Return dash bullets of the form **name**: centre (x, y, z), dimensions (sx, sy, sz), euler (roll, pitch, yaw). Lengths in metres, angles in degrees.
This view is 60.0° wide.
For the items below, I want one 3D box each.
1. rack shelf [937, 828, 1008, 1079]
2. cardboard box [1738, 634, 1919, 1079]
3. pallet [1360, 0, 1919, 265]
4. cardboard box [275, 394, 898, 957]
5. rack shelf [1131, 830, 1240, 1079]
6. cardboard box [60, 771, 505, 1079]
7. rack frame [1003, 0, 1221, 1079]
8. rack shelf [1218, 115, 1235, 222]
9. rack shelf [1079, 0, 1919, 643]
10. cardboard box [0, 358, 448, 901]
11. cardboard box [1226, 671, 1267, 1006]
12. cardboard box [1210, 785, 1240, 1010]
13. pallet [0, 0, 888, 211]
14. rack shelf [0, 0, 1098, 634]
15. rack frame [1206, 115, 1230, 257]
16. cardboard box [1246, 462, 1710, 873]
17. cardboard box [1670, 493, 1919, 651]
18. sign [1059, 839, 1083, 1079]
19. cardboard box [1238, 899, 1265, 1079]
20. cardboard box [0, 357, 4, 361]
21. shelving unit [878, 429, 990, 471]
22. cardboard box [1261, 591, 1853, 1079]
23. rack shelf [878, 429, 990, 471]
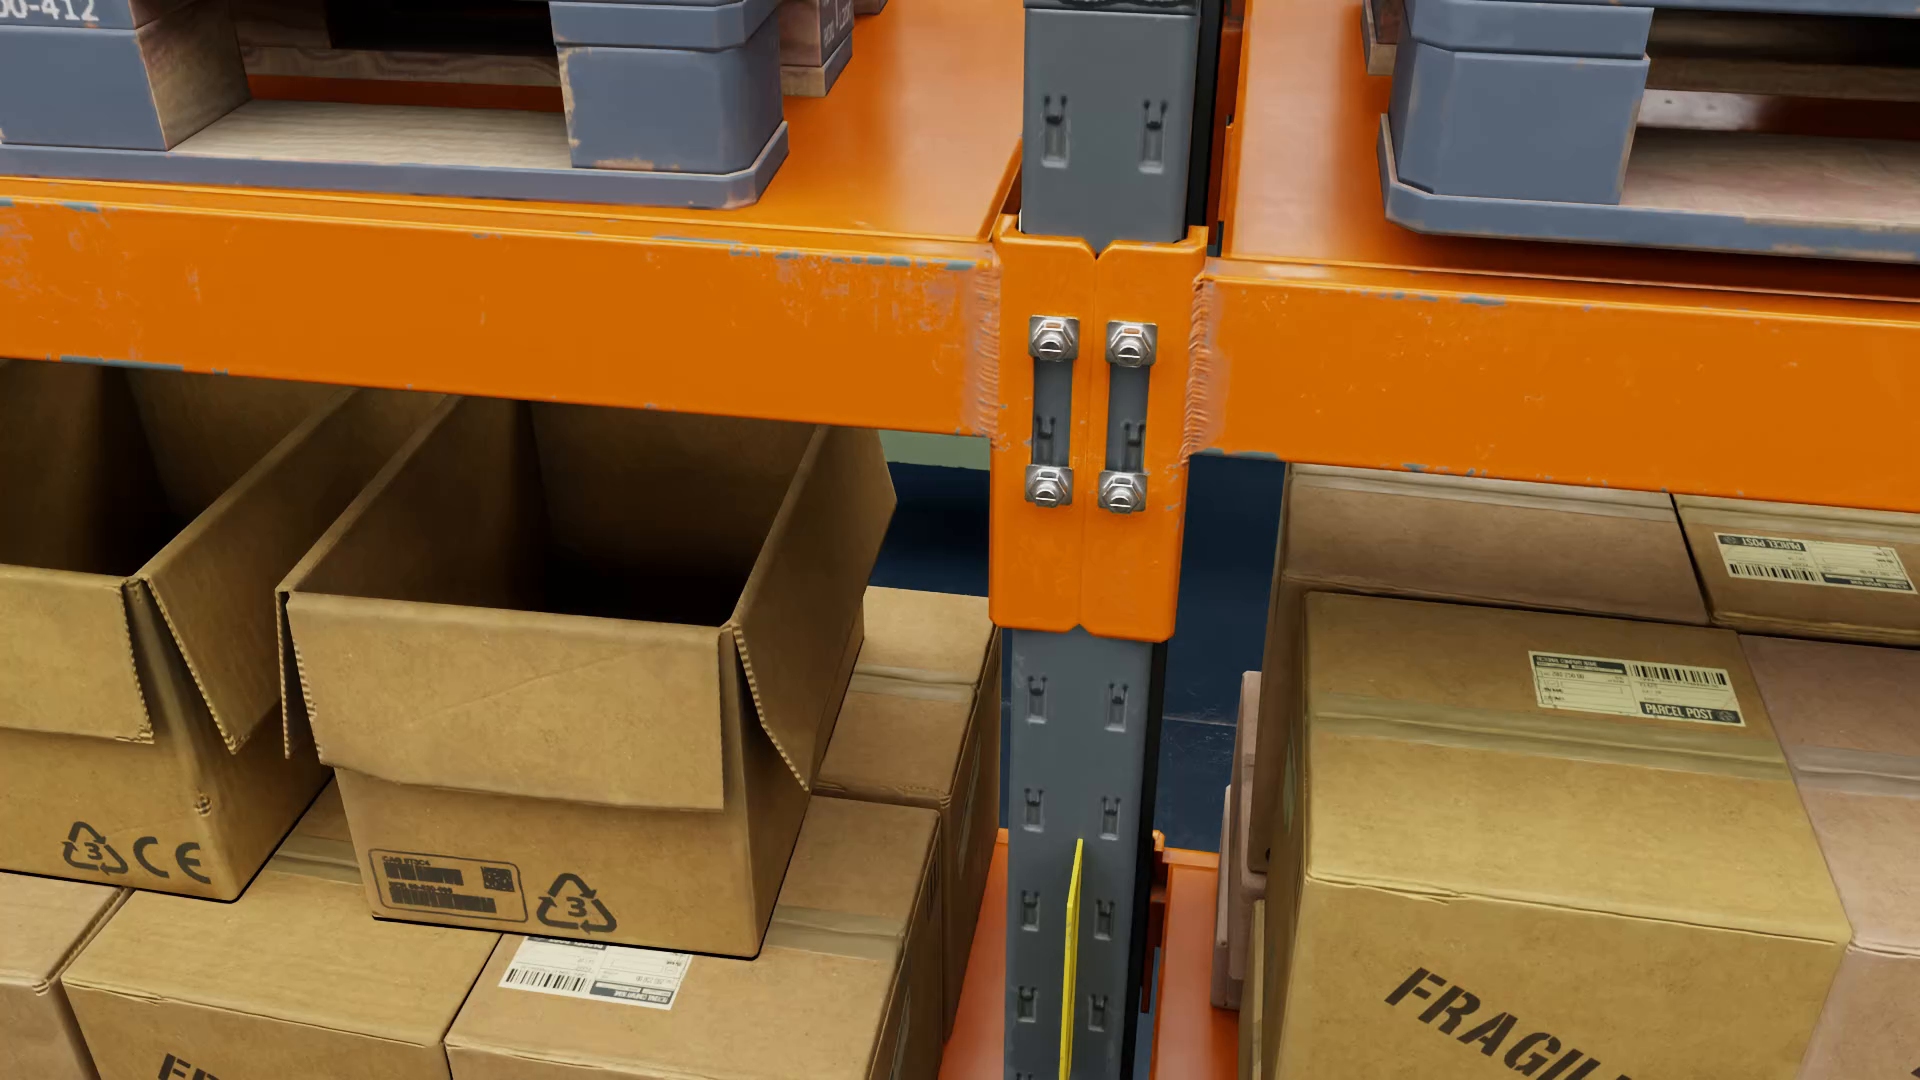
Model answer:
- **rack shelf**: centre (-1.779, 0.753, 2.899), dimensions (4.000, 0.370, 1.077), euler (5, 32, 8)
- **cardboard box**: centre (1.106, 0.470, 1.826), dimensions (0.500, 0.500, 0.500), euler (5, 32, 8)
- **pallet**: centre (0.997, -0.529, 1.525), dimensions (1.213, 0.211, 1.003), euler (5, 32, 8)
- **cardboard box**: centre (-0.438, 0.106, 2.214), dimensions (0.637, 0.503, 0.797), euler (4, 32, 7)
- **rack shelf**: centre (2.164, 1.110, 2.328), dimensions (4.000, 0.370, 1.077), euler (5, 32, 8)
- **cardboard box**: centre (-0.801, 0.637, 2.311), dimensions (0.500, 0.500, 0.500), euler (6, 33, 10)
- **rack frame**: centre (0.193, 0.626, 2.422), dimensions (0.127, 3.000, 1.000), euler (5, 32, 8)
- **rack shelf**: centre (2.997, -1.481, 6.467), dimensions (4.000, 0.370, 1.077), euler (5, 32, 8)
- **rack shelf**: centre (2.164, -0.162, 1.532), dimensions (4.000, 0.370, 1.077), euler (5, 32, 8)
- **cardboard box**: centre (-1.113, 0.039, 2.322), dimensions (0.637, 0.503, 0.797), euler (6, 32, 9)
- **cardboard box**: centre (0.672, 0.466, 2.540), dimensions (0.500, 0.250, 0.500), euler (5, 32, 7)
- **cardboard box**: centre (0.548, 0.589, 2.719), dimensions (0.250, 0.149, 0.380), euler (5, 32, 8)
- **pallet**: centre (-0.719, -0.620, 1.767), dimensions (1.217, 0.209, 0.805), euler (4, 32, 6)
- **rack shelf**: centre (-1.779, -0.519, 2.103), dimensions (4.000, 0.370, 1.077), euler (5, 32, 8)
- **rack frame**: centre (1.026, -1.964, 6.561), dimensions (0.127, 3.000, 1.000), euler (5, 32, 8)
- **cardboard box**: centre (0.691, 0.147, 2.342), dimensions (0.500, 0.500, 0.500), euler (6, 33, 10)
- **cardboard box**: centre (1.184, 0.194, 2.267), dimensions (0.500, 0.500, 0.500), euler (5, 32, 9)
- **sign**: centre (0.111, 0.454, 1.681), dimensions (0.005, 0.325, 0.100), euler (5, 32, 8)
- **cardboard box**: centre (0.612, 0.743, 2.097), dimensions (0.500, 0.250, 0.500), euler (5, 32, 7)
- **cardboard box**: centre (-1.728, -0.009, 2.397), dimensions (0.637, 0.503, 0.797), euler (6, 33, 10)
- **shelving unit**: centre (-0.007, -0.636, 5.853), dimensions (0.755, 1.500, 0.431), euler (5, 32, 8)
- **cardboard box**: centre (0.622, 0.422, 1.902), dimensions (0.500, 0.500, 0.500), euler (5, 32, 8)
- **rack shelf**: centre (-0.007, -0.360, 6.026), dimensions (0.720, 0.370, 0.431), euler (5, 32, 8)
